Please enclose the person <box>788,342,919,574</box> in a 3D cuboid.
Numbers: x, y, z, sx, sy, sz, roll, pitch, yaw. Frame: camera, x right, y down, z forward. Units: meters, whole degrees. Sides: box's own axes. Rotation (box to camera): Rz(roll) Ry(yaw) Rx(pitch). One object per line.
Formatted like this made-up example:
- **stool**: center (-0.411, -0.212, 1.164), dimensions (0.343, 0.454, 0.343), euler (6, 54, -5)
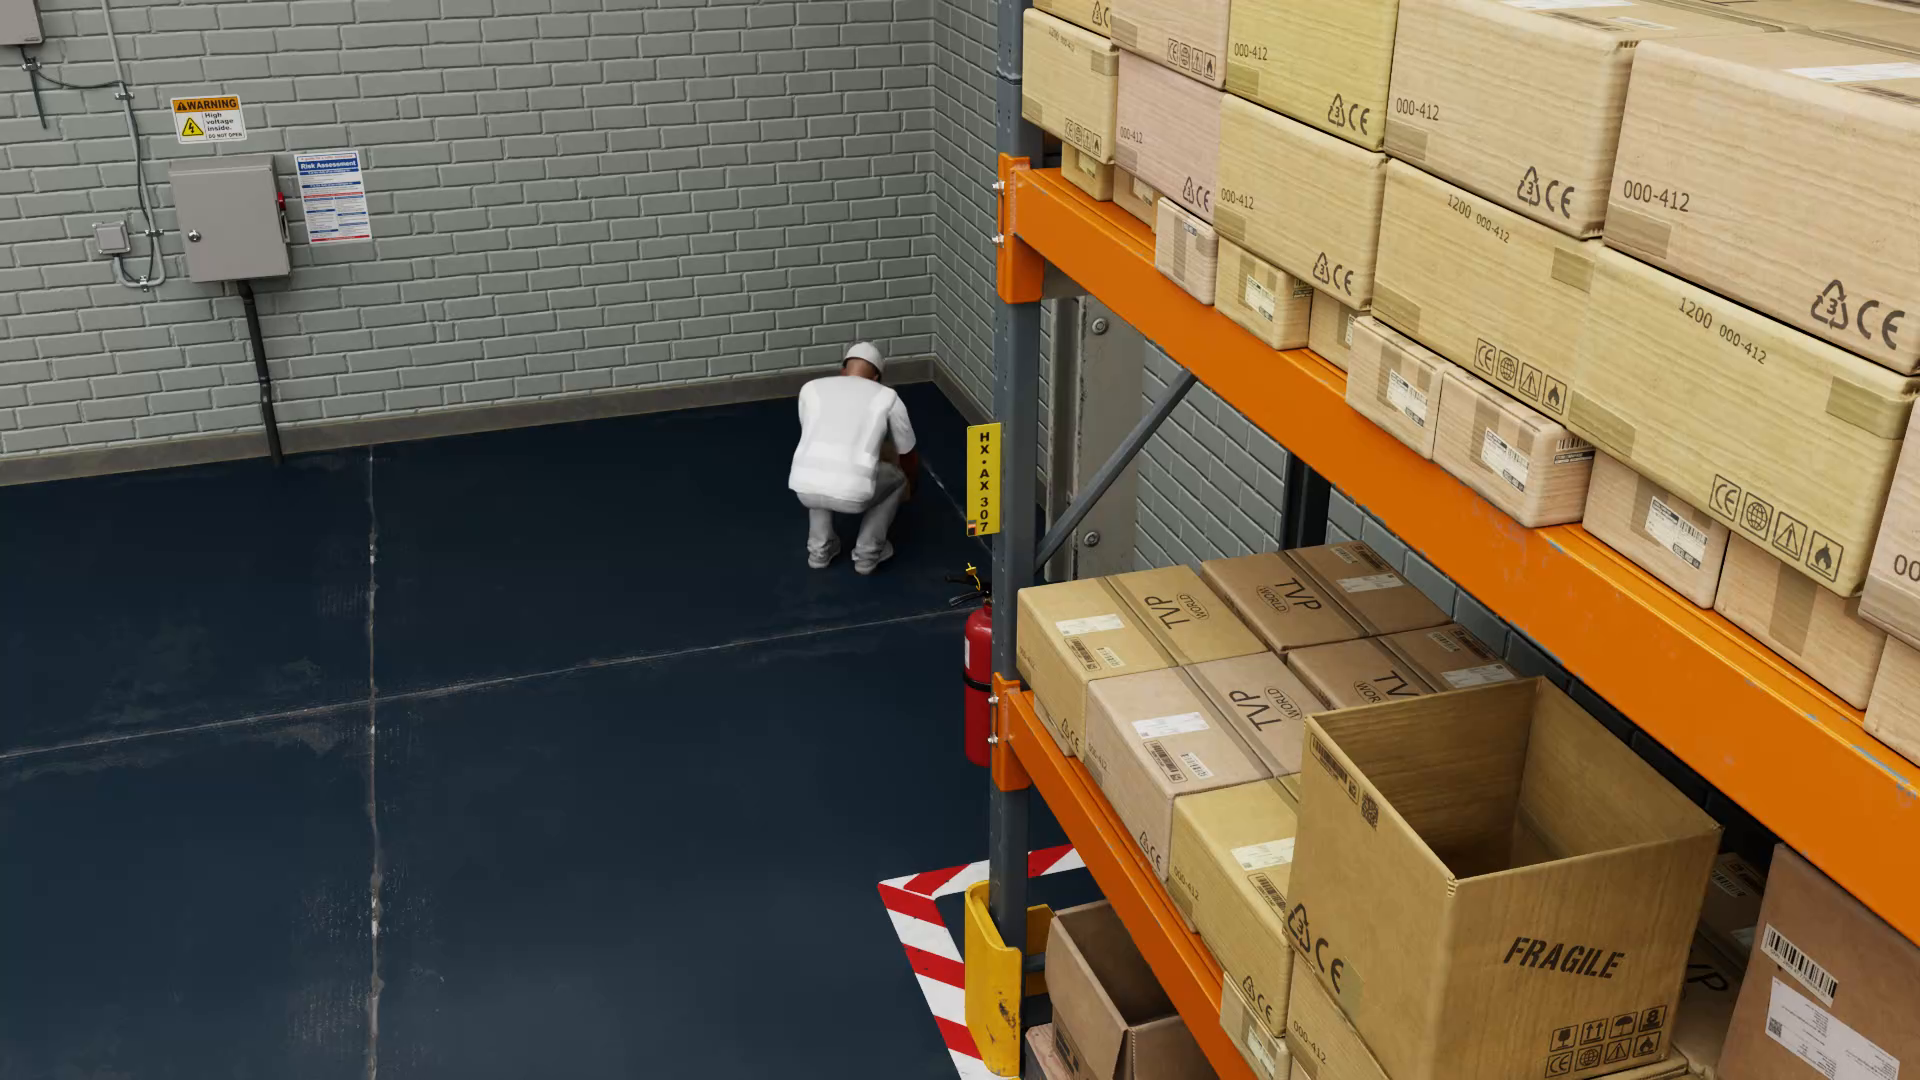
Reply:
- **person**: center (-0.553, -0.404, 8.263), dimensions (0.574, 1.019, 0.909), euler (9, 28, 18)
